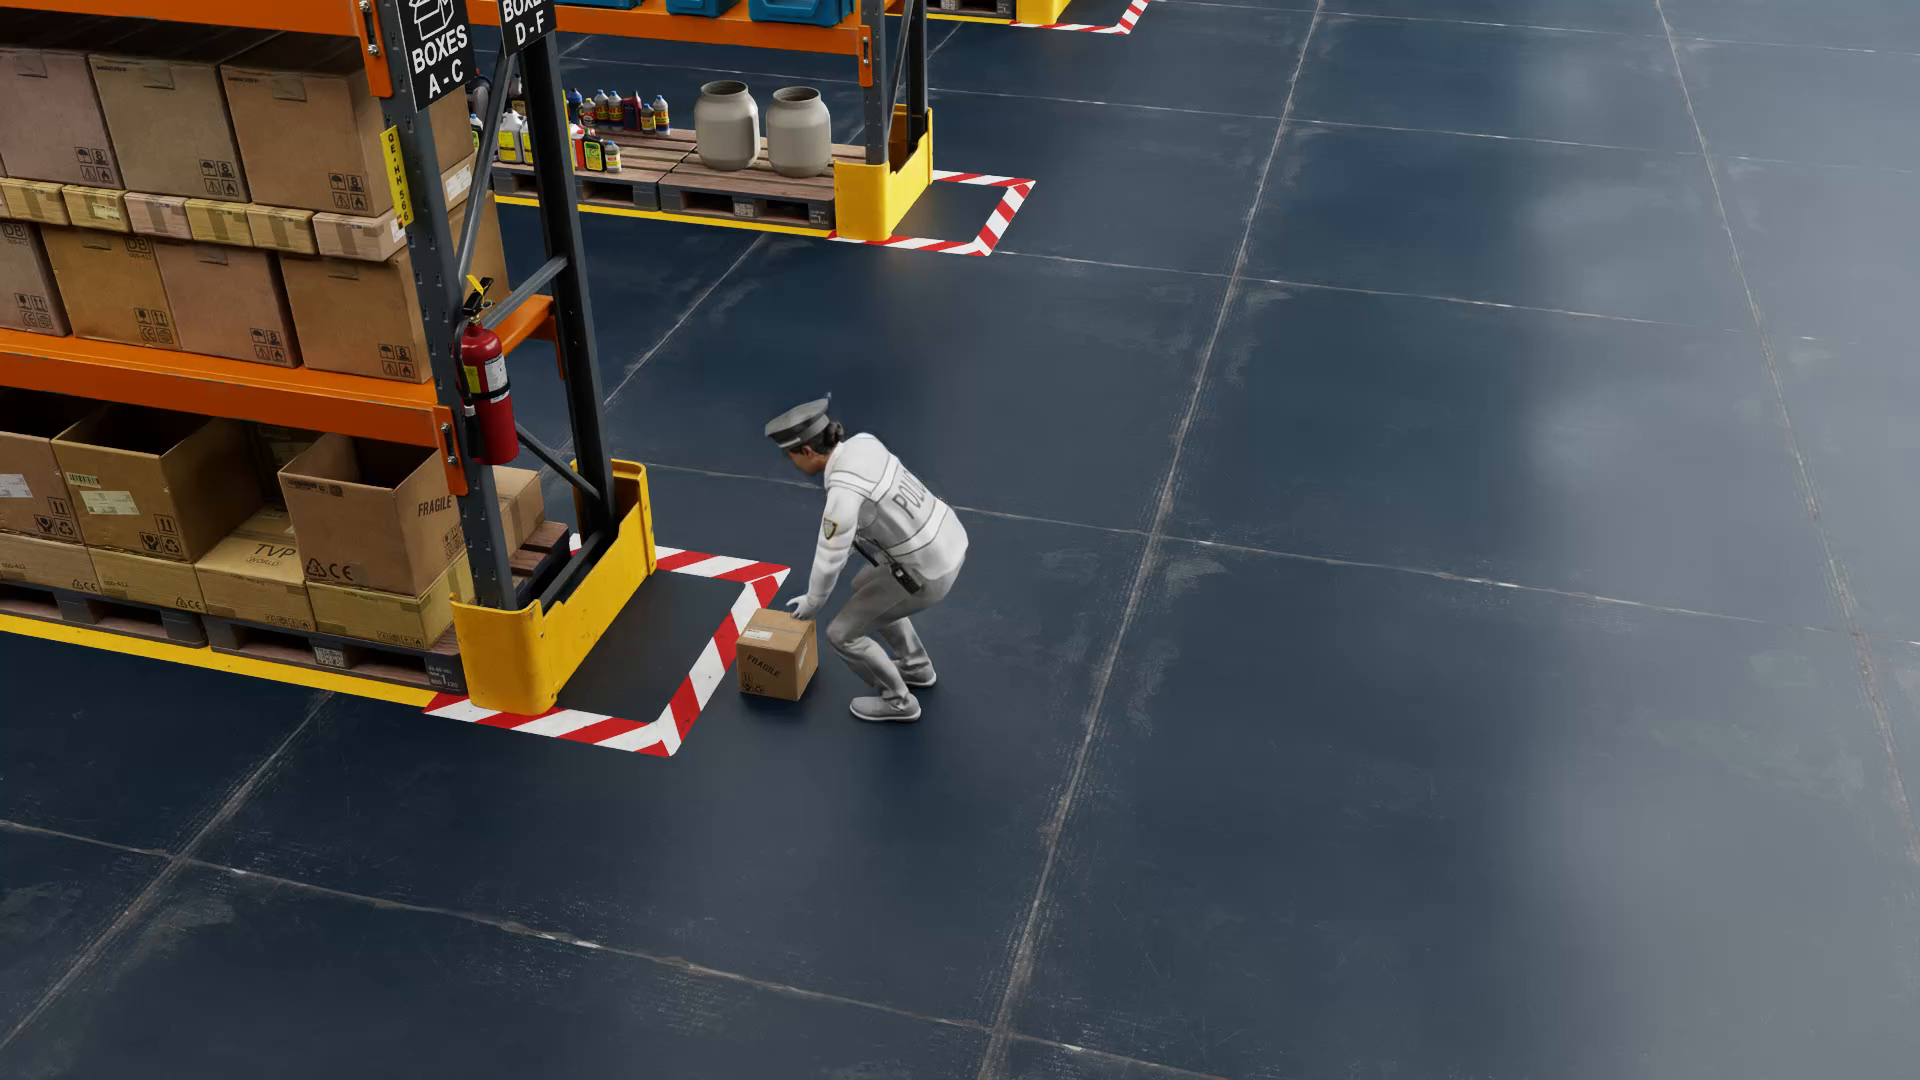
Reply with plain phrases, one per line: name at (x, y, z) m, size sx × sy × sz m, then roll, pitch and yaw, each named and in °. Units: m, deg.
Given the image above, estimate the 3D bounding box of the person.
person at (-0.356, 0.089, 6.325) m, size 0.730 × 1.320 × 0.534 m, roll 8°, pitch 34°, yaw 12°
